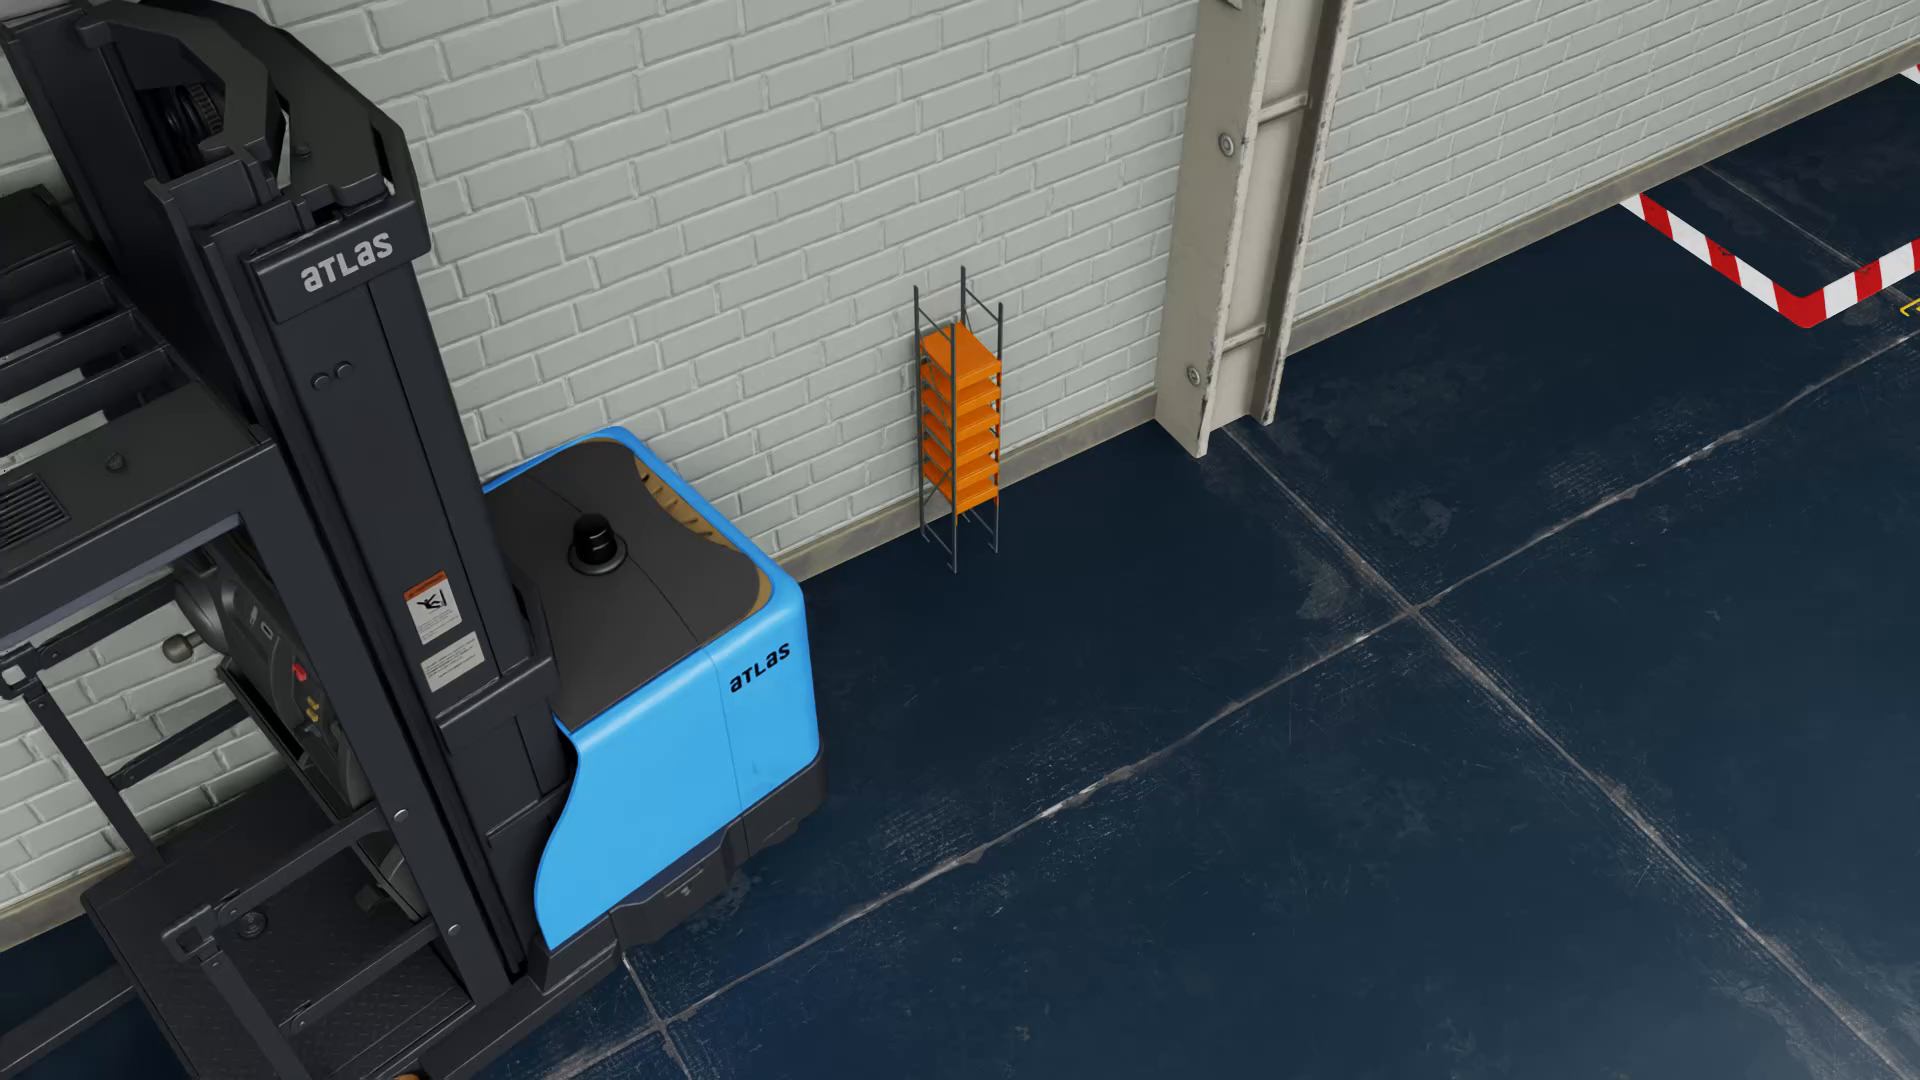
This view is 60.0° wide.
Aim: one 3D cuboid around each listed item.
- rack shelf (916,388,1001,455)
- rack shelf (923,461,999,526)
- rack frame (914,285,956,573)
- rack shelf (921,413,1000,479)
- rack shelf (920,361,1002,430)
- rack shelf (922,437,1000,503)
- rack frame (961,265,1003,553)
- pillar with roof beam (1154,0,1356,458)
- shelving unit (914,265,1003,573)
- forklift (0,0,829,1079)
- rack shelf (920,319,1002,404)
[{"bbox_3d":[-0.006,-0.439,5.736,0.180,0.103,0.258,-26,53,-21],"label":"rack shelf"},{"bbox_3d":[-0.006,-0.199,6.005,0.180,0.103,0.258,-26,53,-21],"label":"rack shelf"},{"bbox_3d":[-0.082,-0.351,5.759,0.006,1.200,0.240,-26,53,-21],"label":"rack frame"},{"bbox_3d":[-0.006,-0.359,5.826,0.180,0.103,0.258,-26,53,-21],"label":"rack shelf"},{"bbox_3d":[-0.006,-0.518,5.646,0.180,0.103,0.258,-26,53,-21],"label":"rack shelf"},{"bbox_3d":[-0.006,-0.279,5.915,0.180,0.103,0.258,-26,53,-21],"label":"rack shelf"},{"bbox_3d":[0.071,-0.426,5.826,0.006,1.200,0.240,-26,53,-21],"label":"rack frame"},{"bbox_3d":[3.310,-0.770,0.910,0.400,9.000,9.100,-25,53,-21],"label":"pillar with roof beam"},{"bbox_3d":[-0.006,-0.388,5.792,0.189,1.200,0.258,-26,53,-21],"label":"shelving unit"},{"bbox_3d":[-1.857,0.360,3.966,3.031,2.935,1.130,-34,57,-27],"label":"forklift"},{"bbox_3d":[-0.006,-0.598,5.557,0.180,0.103,0.258,-26,53,-21],"label":"rack shelf"}]
